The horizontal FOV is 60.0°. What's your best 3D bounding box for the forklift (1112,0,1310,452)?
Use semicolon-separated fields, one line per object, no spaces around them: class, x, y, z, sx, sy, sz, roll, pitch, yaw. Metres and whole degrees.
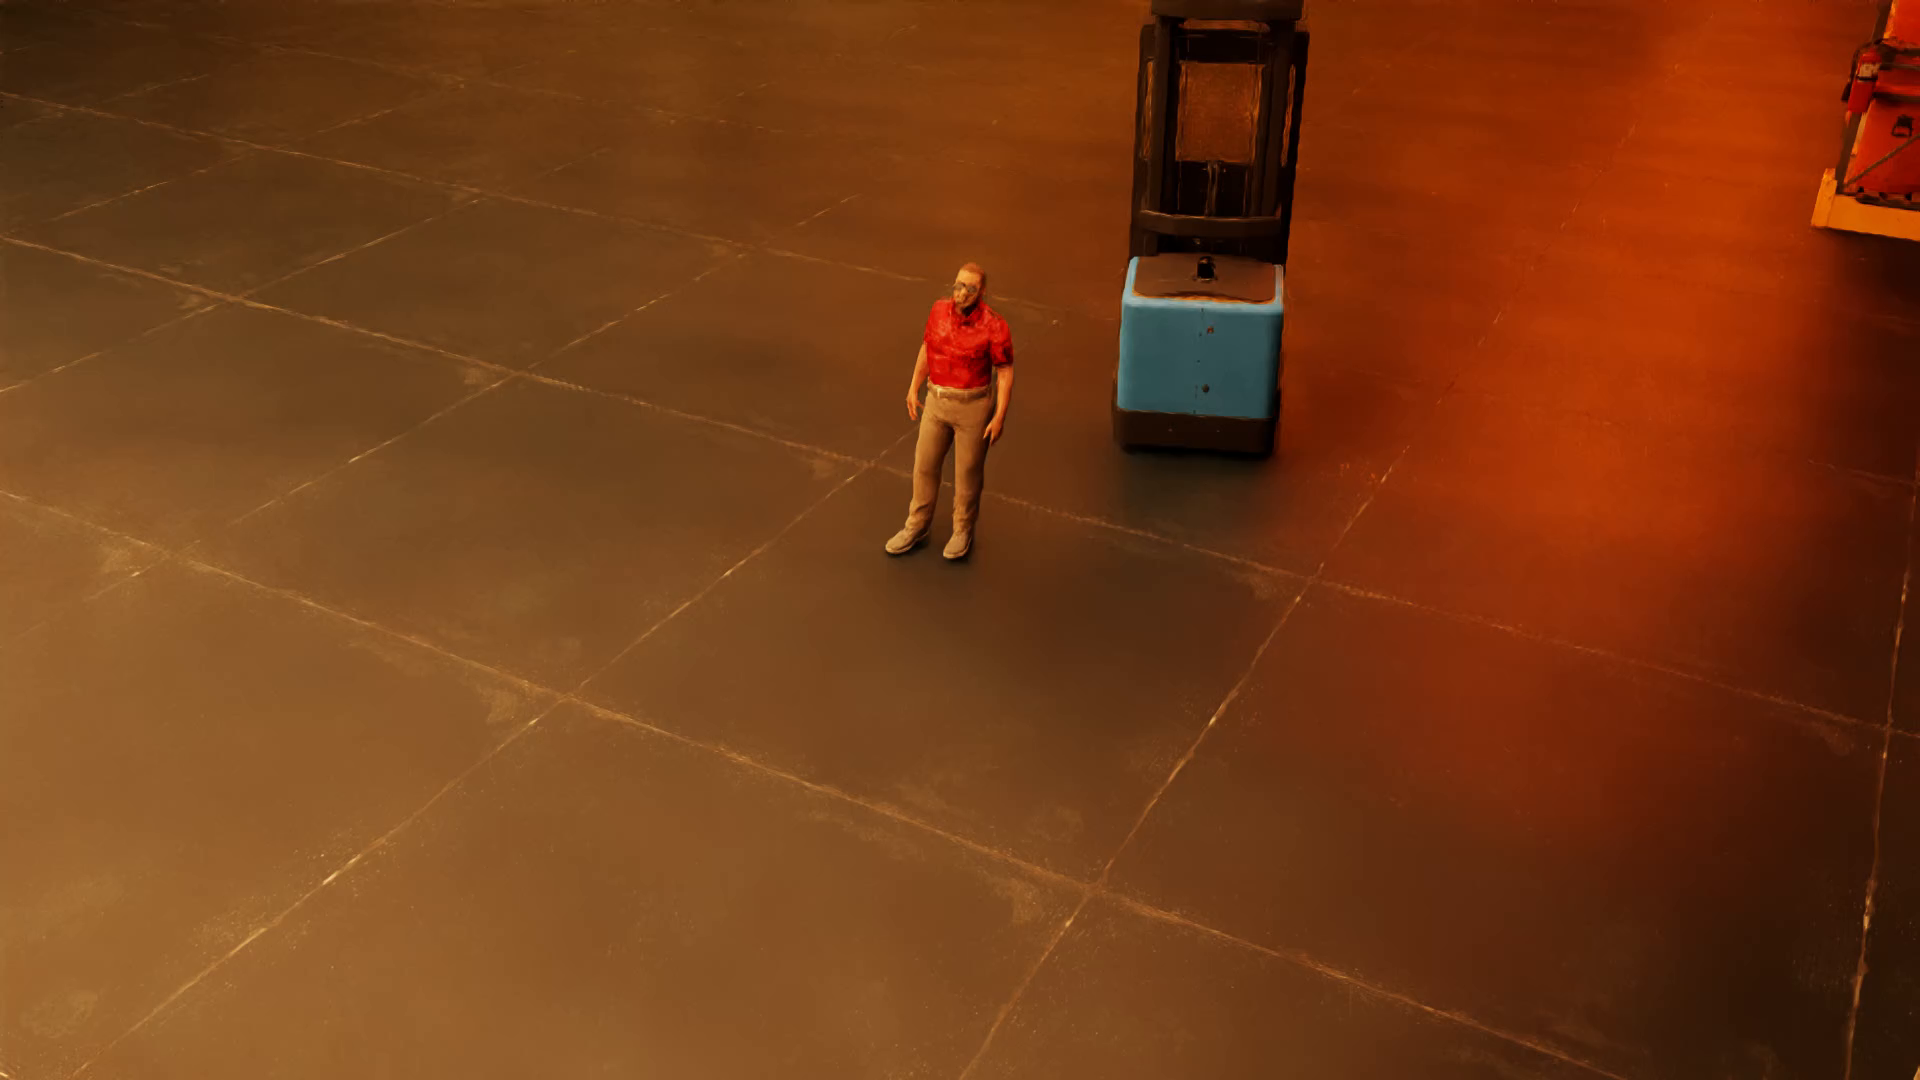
forklift;1.756;-2.560;11.505;1.130;2.935;3.031;4;30;8

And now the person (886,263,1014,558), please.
person;-0.054;-0.719;9.504;0.640;1.726;0.550;15;33;25
